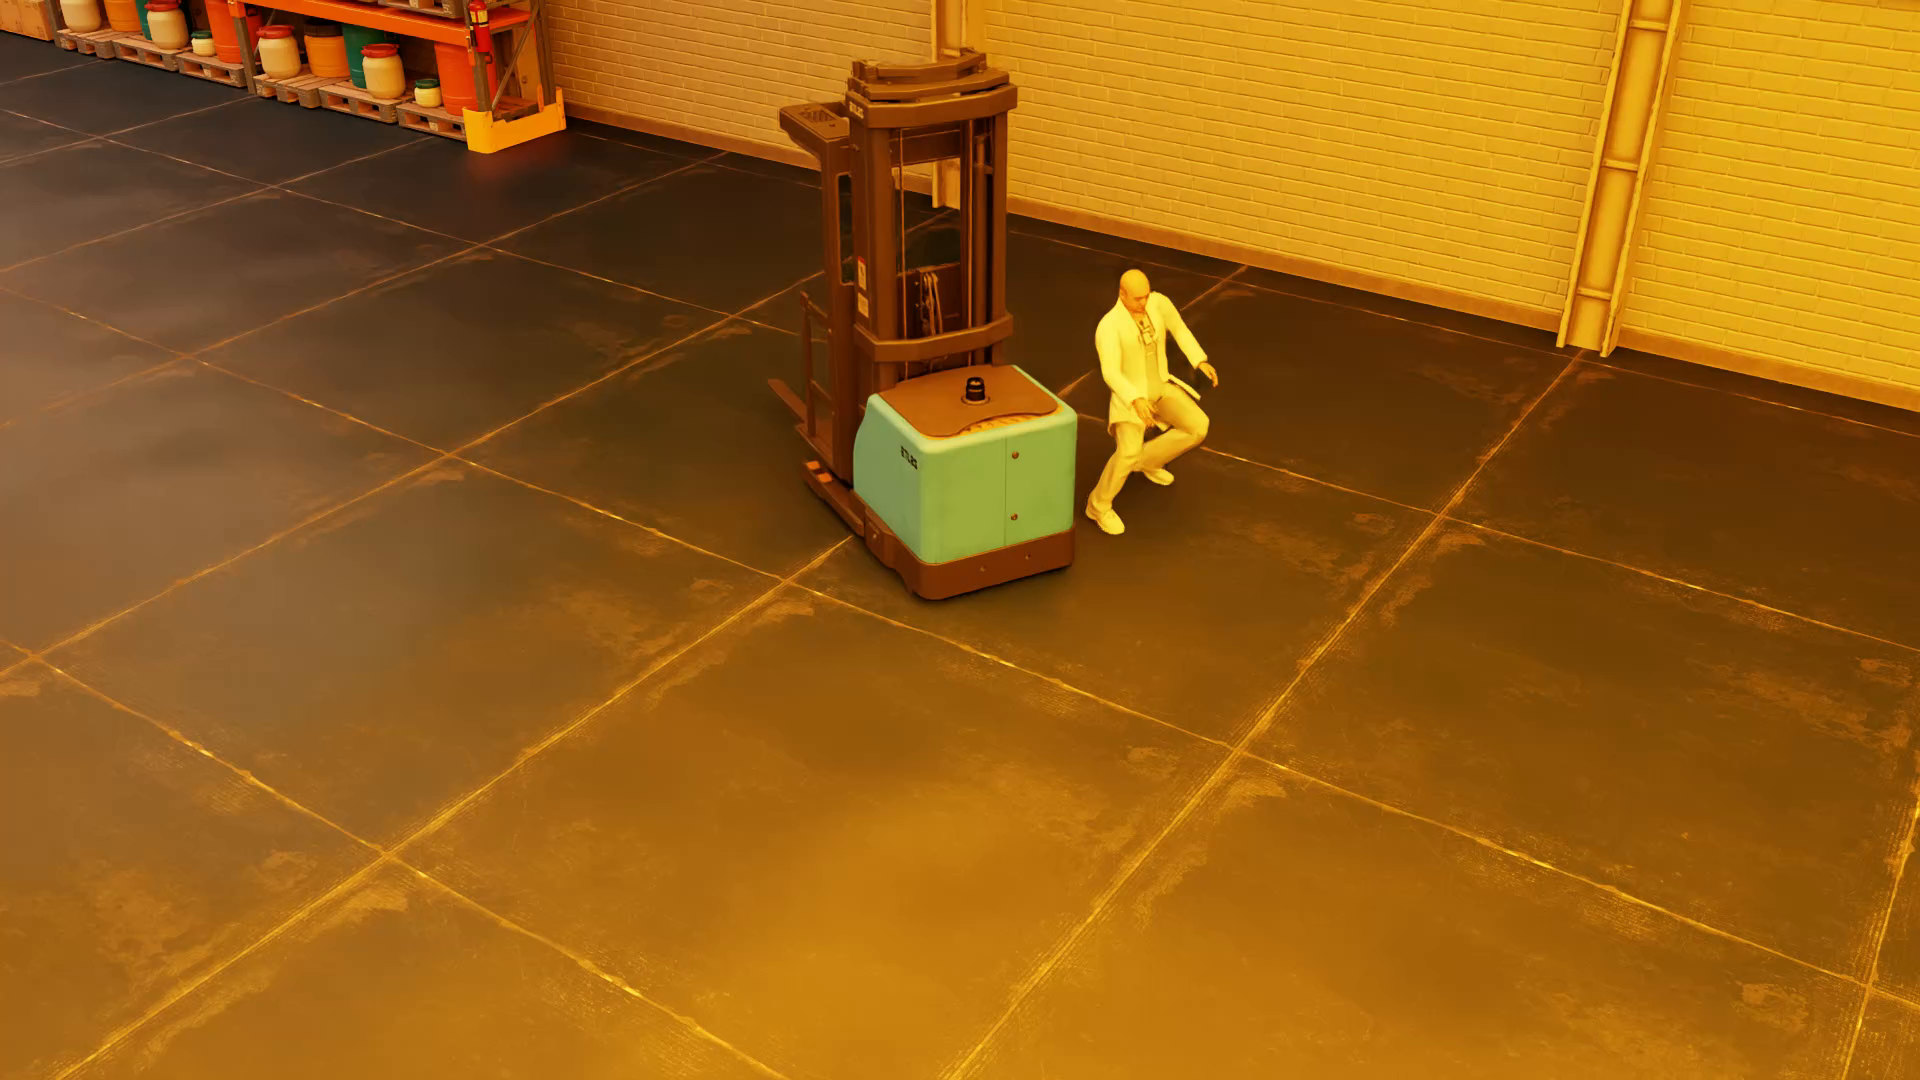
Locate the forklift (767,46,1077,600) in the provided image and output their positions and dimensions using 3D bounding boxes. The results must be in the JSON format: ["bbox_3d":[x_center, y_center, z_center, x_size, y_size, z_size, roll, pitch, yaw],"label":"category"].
[{"bbox_3d":[-0.415,-1.633,10.393,1.130,2.935,3.031,-14,33,-23],"label":"forklift"}]

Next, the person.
[{"bbox_3d":[1.223,-0.898,10.464,0.854,1.599,0.757,-18,35,-28],"label":"person"}]
